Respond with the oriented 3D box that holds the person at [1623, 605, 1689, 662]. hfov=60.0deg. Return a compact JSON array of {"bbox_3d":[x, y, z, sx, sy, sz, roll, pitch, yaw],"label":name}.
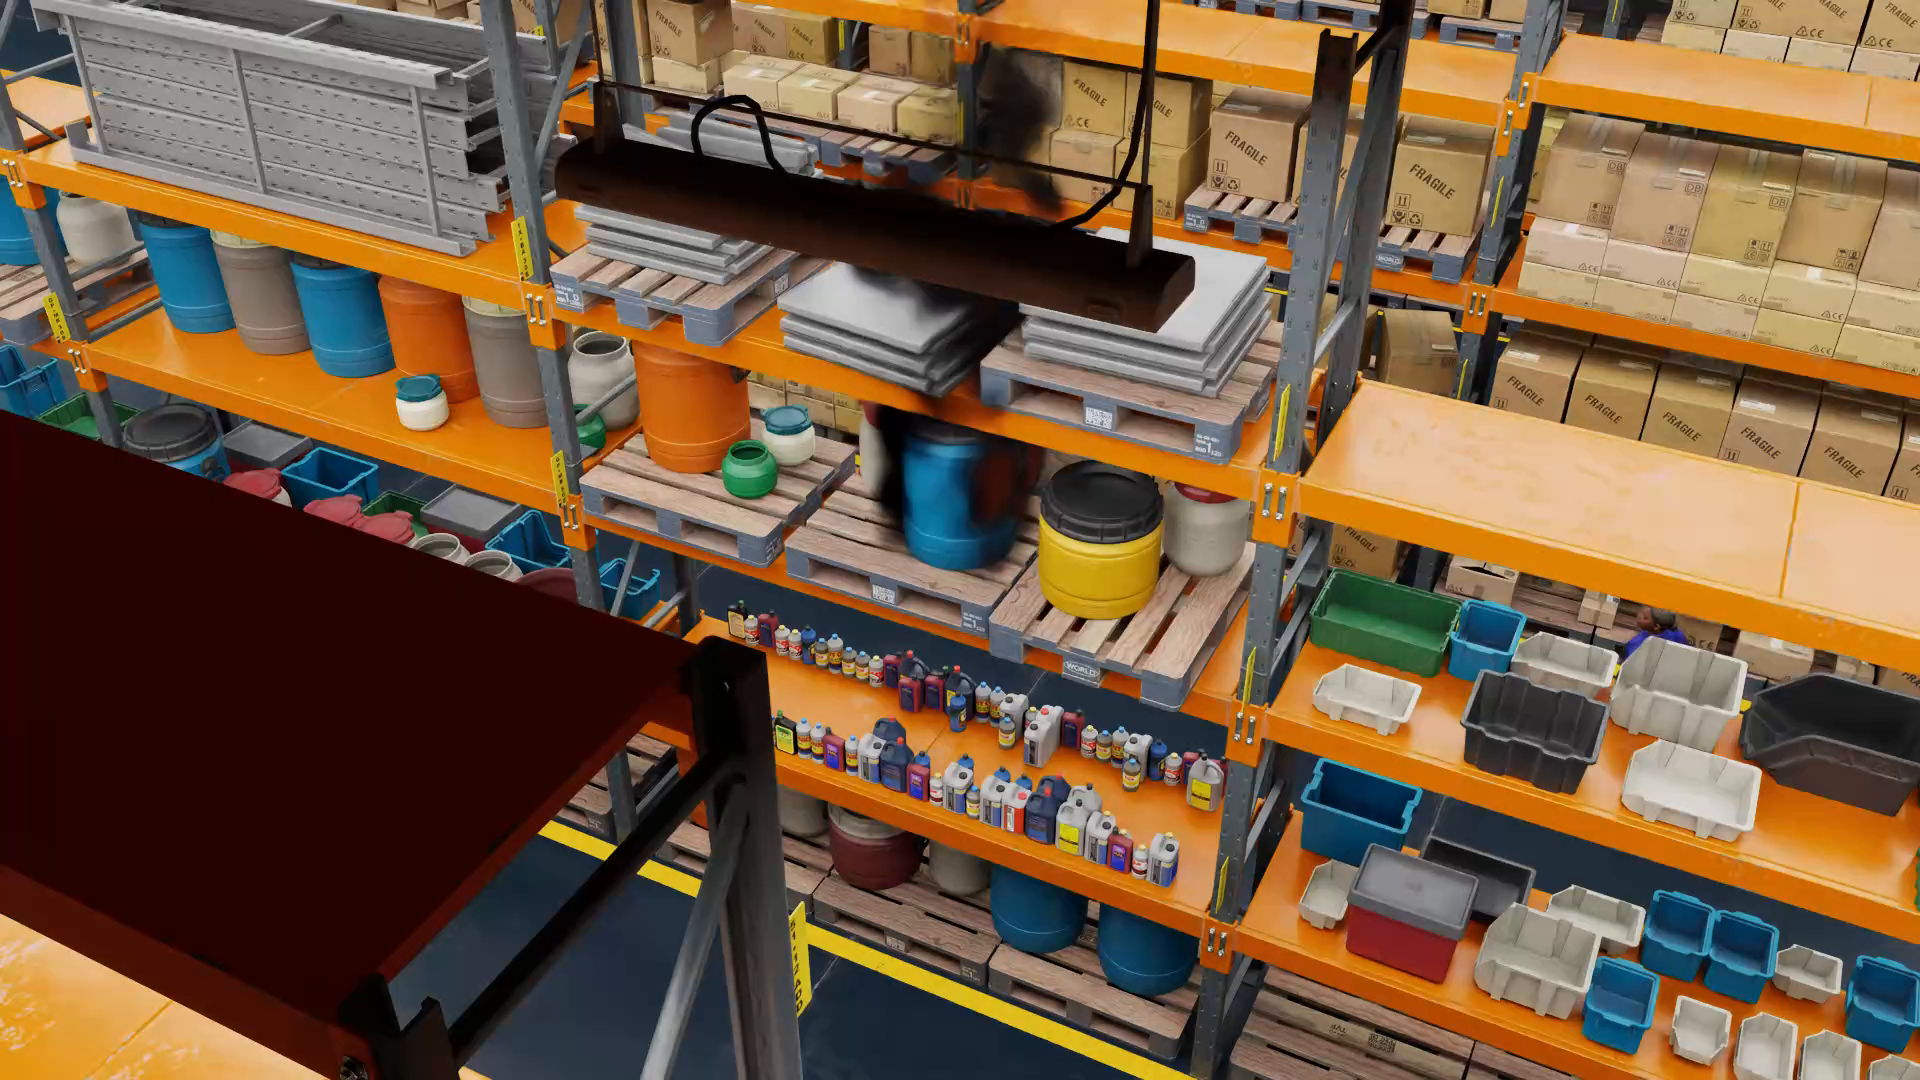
[{"bbox_3d":[4.434,1.057,10.940,0.769,1.656,0.540,10,36,14],"label":"person"}]
